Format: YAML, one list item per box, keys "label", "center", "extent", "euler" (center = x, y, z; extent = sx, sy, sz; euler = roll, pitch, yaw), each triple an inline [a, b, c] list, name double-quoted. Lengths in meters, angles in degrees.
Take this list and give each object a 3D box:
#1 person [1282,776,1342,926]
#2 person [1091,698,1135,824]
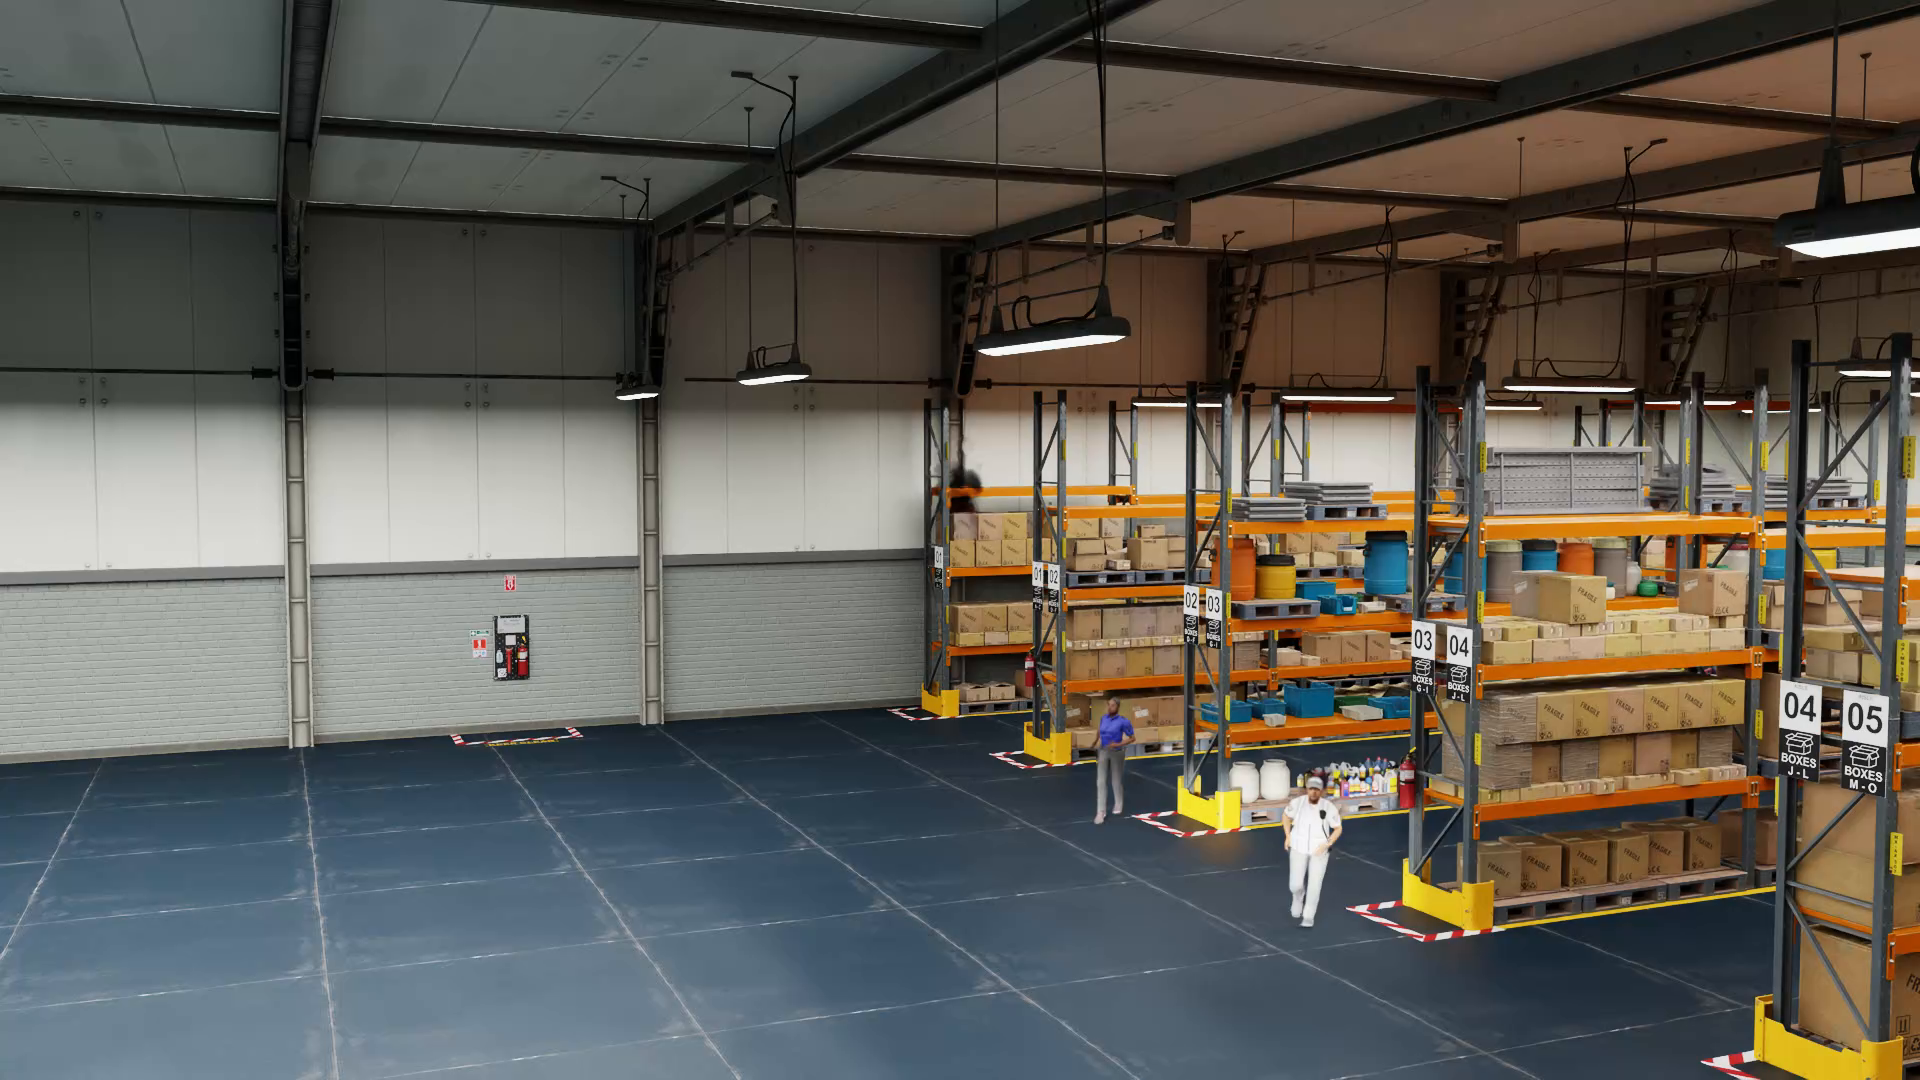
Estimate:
- label: "person"
  center: [3.741, 3.312, 17.720]
  extent: [0.642, 1.621, 0.509]
  euler: [1, 4, 18]
- label: "person"
  center: [2.099, 3.005, 22.757]
  extent: [0.616, 1.708, 0.772]
  euler: [2, 4, 30]
